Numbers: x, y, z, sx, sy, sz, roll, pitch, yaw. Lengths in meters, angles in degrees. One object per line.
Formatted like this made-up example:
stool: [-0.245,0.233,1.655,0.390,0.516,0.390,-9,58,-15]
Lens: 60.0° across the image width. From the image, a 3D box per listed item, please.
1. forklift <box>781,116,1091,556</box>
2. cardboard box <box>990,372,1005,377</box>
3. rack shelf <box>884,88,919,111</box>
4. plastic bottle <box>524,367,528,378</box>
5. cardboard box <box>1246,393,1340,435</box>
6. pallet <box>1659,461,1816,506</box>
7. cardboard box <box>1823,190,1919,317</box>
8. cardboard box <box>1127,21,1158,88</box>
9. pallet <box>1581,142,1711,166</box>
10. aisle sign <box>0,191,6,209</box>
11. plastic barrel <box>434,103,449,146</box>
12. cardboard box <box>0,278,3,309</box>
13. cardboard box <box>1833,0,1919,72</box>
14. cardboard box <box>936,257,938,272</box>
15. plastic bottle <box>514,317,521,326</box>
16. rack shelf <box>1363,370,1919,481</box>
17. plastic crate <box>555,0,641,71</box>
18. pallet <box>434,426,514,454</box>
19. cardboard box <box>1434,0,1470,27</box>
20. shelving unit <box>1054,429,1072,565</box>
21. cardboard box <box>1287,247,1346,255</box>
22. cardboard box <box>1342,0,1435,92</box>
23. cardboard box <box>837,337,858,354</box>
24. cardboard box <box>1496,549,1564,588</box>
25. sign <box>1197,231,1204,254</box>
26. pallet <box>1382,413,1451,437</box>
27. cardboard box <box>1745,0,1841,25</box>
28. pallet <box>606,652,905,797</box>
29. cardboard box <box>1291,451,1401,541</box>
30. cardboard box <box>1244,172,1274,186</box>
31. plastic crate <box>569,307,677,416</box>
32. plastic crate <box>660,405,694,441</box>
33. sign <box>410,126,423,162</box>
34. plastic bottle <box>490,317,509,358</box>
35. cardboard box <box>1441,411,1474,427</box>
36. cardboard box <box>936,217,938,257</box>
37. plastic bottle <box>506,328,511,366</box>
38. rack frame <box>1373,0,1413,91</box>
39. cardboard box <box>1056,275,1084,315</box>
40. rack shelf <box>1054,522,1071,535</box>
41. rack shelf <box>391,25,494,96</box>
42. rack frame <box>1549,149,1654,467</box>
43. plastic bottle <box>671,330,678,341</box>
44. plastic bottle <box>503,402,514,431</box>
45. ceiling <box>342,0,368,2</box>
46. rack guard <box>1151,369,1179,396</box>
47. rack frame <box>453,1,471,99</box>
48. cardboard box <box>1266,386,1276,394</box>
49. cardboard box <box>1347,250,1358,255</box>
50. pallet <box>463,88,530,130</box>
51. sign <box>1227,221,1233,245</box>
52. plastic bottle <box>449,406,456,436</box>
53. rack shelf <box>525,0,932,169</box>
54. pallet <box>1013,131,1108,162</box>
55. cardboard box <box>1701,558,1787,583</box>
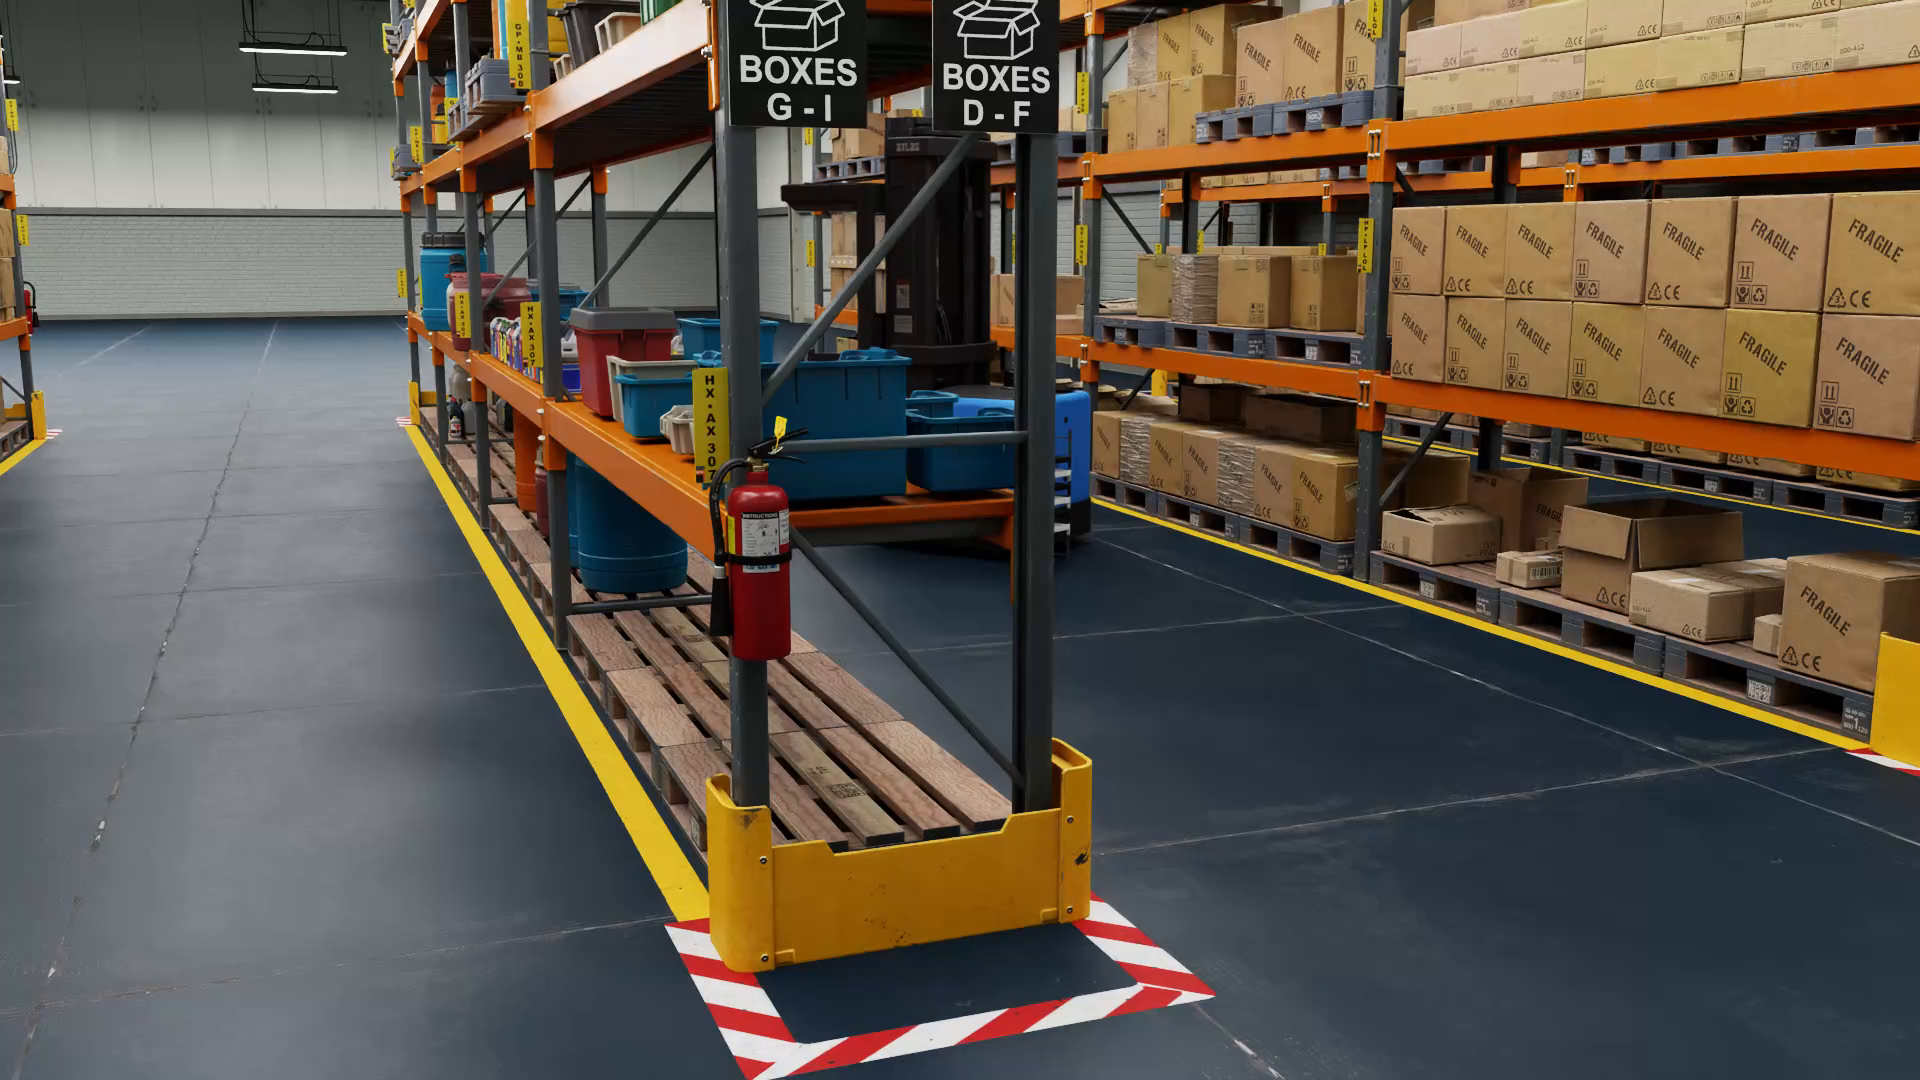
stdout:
forklift: [-0.597,-1.502,11.993,3.031,2.935,1.130,6,12,31]
cardboard box: [0.486,-1.635,17.598,0.500,0.311,0.500,-4,11,-21]
rack shelf: [-0.652,-5.283,19.120,1.077,0.370,4.000,-4,11,-21]
plastic bottle: [-2.539,-1.119,9.999,0.152,0.276,0.135,-4,11,-21]
cardboard box: [2.478,-0.943,12.394,0.500,0.250,0.500,-4,11,-22]
pallet: [6.791,-0.511,14.189,1.003,0.211,1.213,-4,11,-21]
cardboard box: [4.003,-1.192,6.915,0.500,0.500,0.500,-4,11,-21]
cardboard box: [1.674,-3.848,13.280,0.500,0.500,0.500,-4,11,-21]
pallet: [6.420,-3.498,14.994,1.213,0.211,1.003,-3,11,-18]
aisle sign: [-10.354,-3.888,17.788,0.394,0.787,0.004,-4,11,-21]
plastic barrel: [-5.464,-4.491,18.302,0.600,0.588,0.600,0,10,0]
cardboard box: [-10.004,-2.524,16.412,0.875,0.500,0.500,-4,11,-21]
cardboard box: [3.989,-2.065,6.828,0.500,0.250,0.500,-4,11,-21]
cardboard box: [-0.226,-2.953,17.820,0.380,0.149,0.250,-4,11,-21]
plastic bottle: [-3.099,-1.445,11.831,0.152,0.276,0.135,-4,11,-21]
rack shelf: [3.696,-0.567,8.599,1.077,0.370,4.000,-4,11,-21]
plastic crate: [-1.452,-2.127,7.118,0.497,0.269,0.590,-4,11,-21]
pallet: [-4.750,-0.979,16.824,1.003,0.211,1.213,-4,11,-21]
cardboard box: [3.183,-3.189,9.580,0.700,0.500,0.500,-4,11,-21]
shelving unit: [0.568,-0.282,10.927,0.258,0.900,0.210,9,14,40]
cardboard box: [4.228,-3.232,19.752,0.500,0.500,0.500,-4,11,-21]
cardboard box: [2.857,-3.117,10.543,0.600,0.600,0.600,-5,11,-26]
cardboard box: [-1.207,-2.246,20.491,0.500,0.500,0.500,-4,11,-21]
cardboard box: [3.245,0.153,9.328,0.380,0.166,0.250,-4,11,-21]
sign: [2.024,-2.468,14.149,0.100,0.325,0.005,-4,11,-21]
pallet: [4.971,-1.369,19.013,1.003,0.211,1.213,-4,11,-21]
cardboard box: [3.815,-2.393,7.246,0.500,0.250,0.500,-4,11,-21]
pallet: [-0.898,0.756,7.069,1.003,0.211,1.213,-4,11,-21]
cardboard box: [2.525,-0.296,10.902,0.500,0.500,0.500,-4,11,-21]
cardboard box: [3.867,-4.643,20.549,0.500,0.500,0.500,-4,11,-23]
plastic crate: [-1.557,-0.834,7.688,0.402,0.464,0.583,-4,11,-21]
plastic crate: [-1.001,-0.442,6.421,0.298,0.136,0.250,-4,11,-21]
sign: [-5.062,-3.688,15.499,0.100,0.325,0.005,-4,11,-21]
plastic bottle: [-3.241,-1.435,11.776,0.152,0.276,0.135,-4,11,-21]
cardboard box: [5.543,-1.487,17.595,0.700,0.500,0.500,-4,11,-21]
cardboard box: [-0.094,-3.314,17.995,0.700,0.500,0.500,-4,11,-21]
plastic bottle: [-2.925,-1.277,10.902,0.097,0.271,0.097,0,10,0]
rack frame: [2.971,-4.202,9.846,1.000,3.000,0.127,-4,11,-21]
cardboard box: [0.899,-2.223,15.567,0.500,0.500,0.500,-5,11,-24]
rack shelf: [0.566,-0.072,10.965,0.258,0.077,0.200,9,14,40]
rack shelf: [-5.271,-4.969,17.356,1.077,0.370,4.000,-4,11,-21]
rack frame: [6.137,-2.216,15.812,1.000,3.000,0.127,-4,11,-21]
plastic bottle: [-1.704,-1.109,9.921,0.061,0.283,0.133,-4,11,-21]
plastic bottle: [-4.586,-1.301,16.979,0.144,0.351,0.185,-4,11,-21]
ceiling: [-18.858,-14.905,44.322,6.000,0.001,6.000,-4,11,-21]
rack guard: [3.266,-2.279,23.303,1.175,0.500,0.348,-4,11,-21]
rack frame: [-3.096,-4.541,11.752,1.000,3.000,0.127,-4,11,-21]
cardboard box: [4.127,-1.944,21.169,0.380,0.149,0.250,-5,11,-25]
cardboard box: [4.841,-3.049,18.957,0.700,0.500,0.500,-4,11,-21]
pallet: [-2.436,-2.625,10.085,1.003,0.211,1.213,-4,11,-21]
sign: [3.763,-4.279,23.204,0.100,0.325,0.005,-4,11,-21]
plastic bottle: [-5.028,-1.177,16.472,0.061,0.283,0.133,-3,11,-18]
rack shelf: [-0.922,-1.730,6.572,1.077,0.370,4.000,-4,11,-21]
pallet: [1.193,-3.390,14.386,1.213,0.211,1.003,-3,11,-18]
cardboard box: [4.126,0.272,8.421,0.500,0.250,0.500,-4,11,-21]
